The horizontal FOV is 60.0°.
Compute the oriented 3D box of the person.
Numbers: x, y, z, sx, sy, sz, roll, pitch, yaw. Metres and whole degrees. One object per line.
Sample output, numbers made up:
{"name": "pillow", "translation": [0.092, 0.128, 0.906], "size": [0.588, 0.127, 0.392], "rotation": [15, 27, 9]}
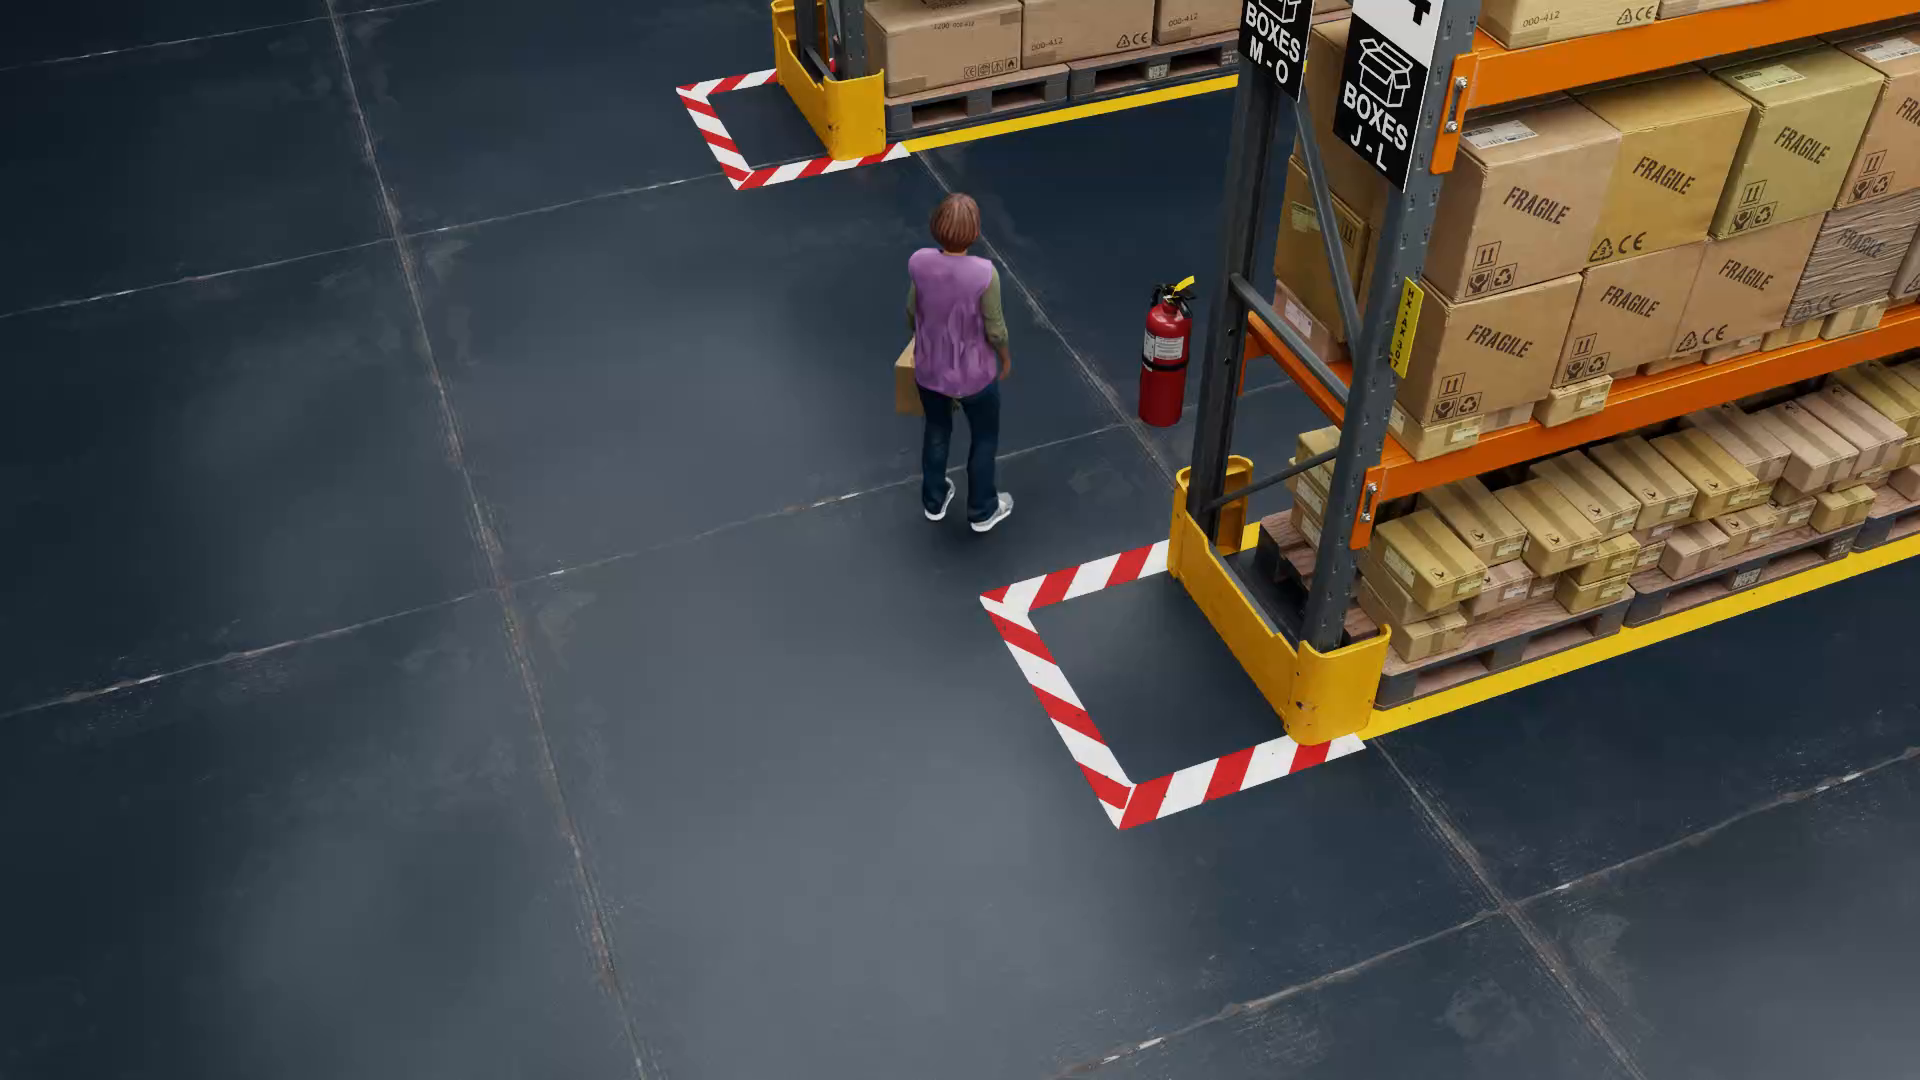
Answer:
{"name": "person", "translation": [-0.013, -0.712, 6.945], "size": [0.450, 1.599, 0.336], "rotation": [16, 45, 16]}
